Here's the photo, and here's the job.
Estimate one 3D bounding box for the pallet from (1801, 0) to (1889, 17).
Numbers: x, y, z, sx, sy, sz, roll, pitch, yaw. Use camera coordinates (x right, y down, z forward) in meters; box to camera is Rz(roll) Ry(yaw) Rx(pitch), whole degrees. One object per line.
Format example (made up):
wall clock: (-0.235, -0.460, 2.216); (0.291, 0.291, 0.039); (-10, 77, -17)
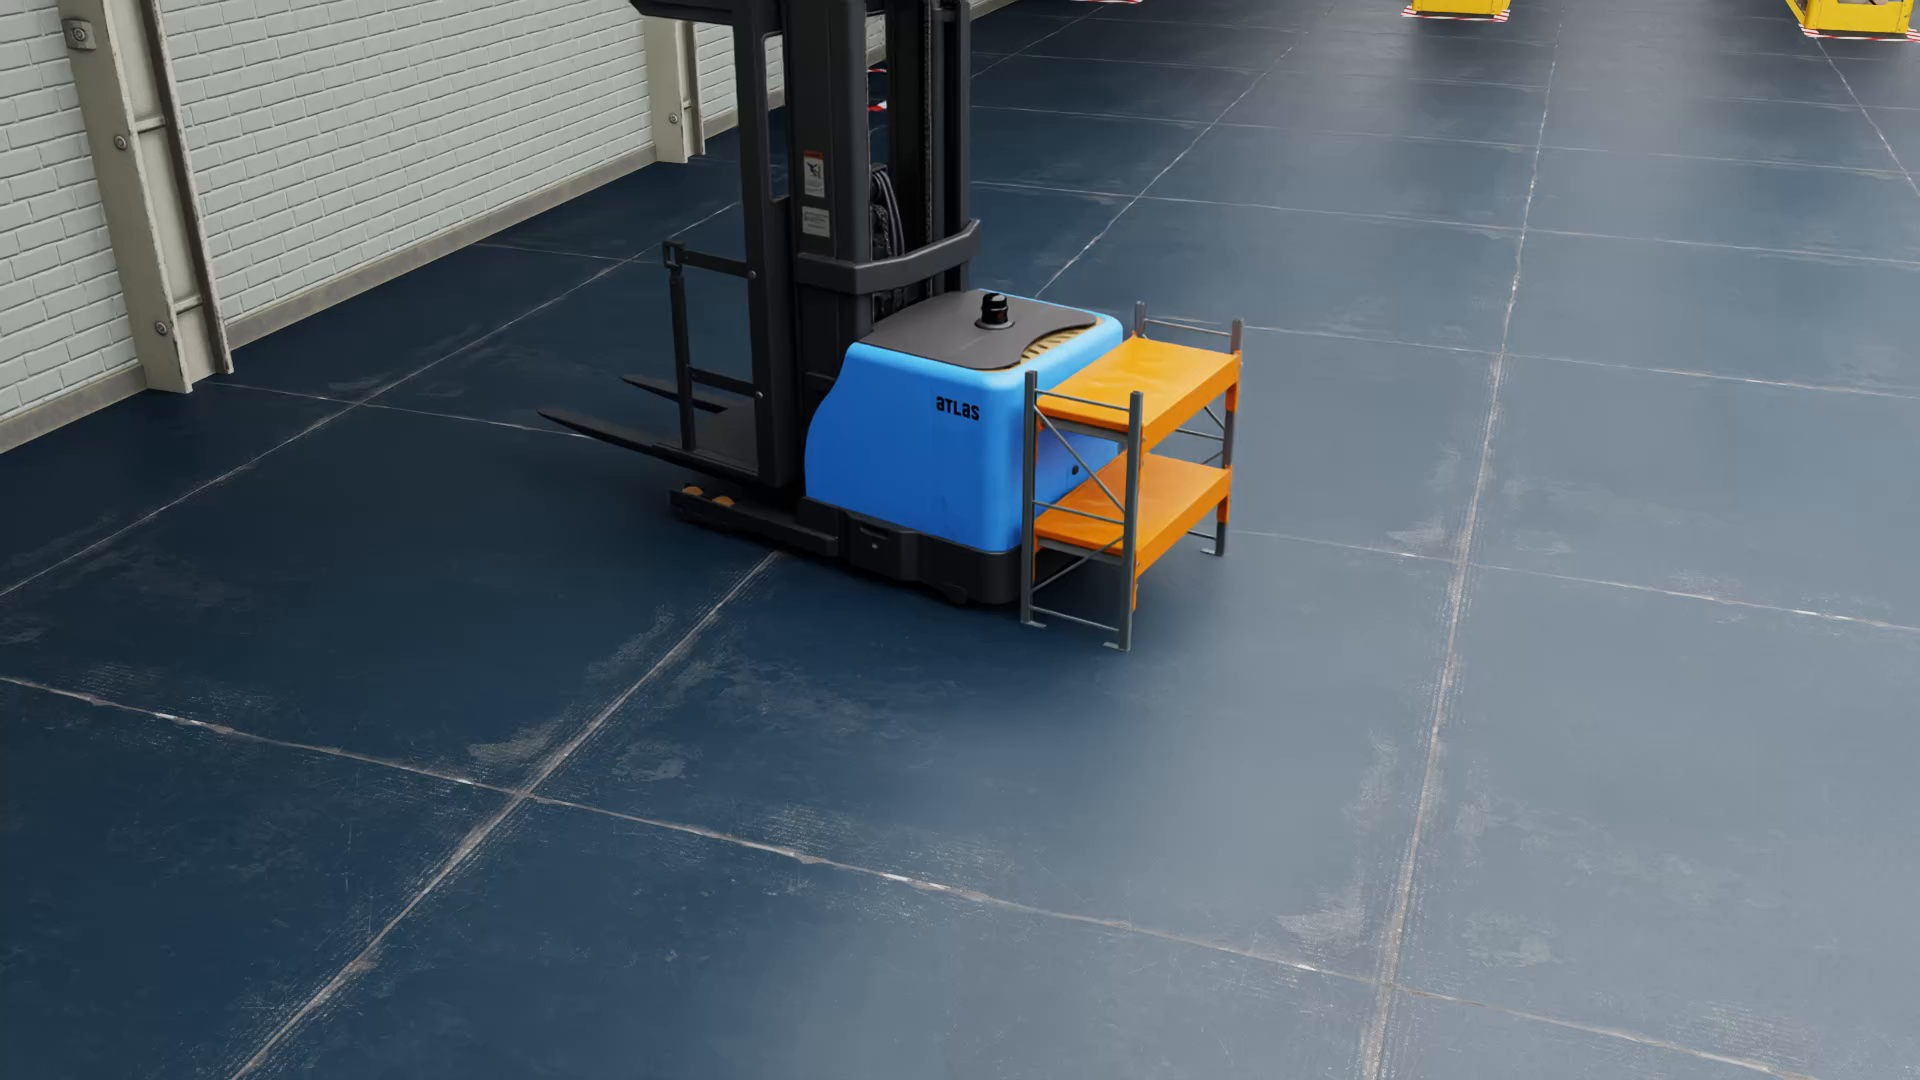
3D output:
pallet: (11.684, -6.951, 21.864); (1.003, 0.211, 1.213); (9, 27, 17)

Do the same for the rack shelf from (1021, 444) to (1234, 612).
rack shelf: (0.736, -0.077, 7.179); (0.538, 0.278, 1.000); (14, 29, 27)

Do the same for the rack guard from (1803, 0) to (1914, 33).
rack guard: (11.409, -6.748, 21.113); (1.175, 0.500, 0.348); (9, 27, 17)

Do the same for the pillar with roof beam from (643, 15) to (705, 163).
pillar with roof beam: (1.569, -6.829, 11.528); (9.100, 9.000, 0.400); (9, 27, 17)

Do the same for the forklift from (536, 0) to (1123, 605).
forklift: (-0.768, -1.529, 7.545); (3.031, 2.935, 1.130); (17, 31, 31)

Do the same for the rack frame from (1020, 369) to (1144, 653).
rack frame: (0.477, -0.106, 6.679); (0.500, 1.125, 0.032); (14, 29, 27)

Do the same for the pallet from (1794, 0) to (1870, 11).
pallet: (12.092, -7.450, 22.896); (1.003, 0.211, 1.213); (9, 27, 17)

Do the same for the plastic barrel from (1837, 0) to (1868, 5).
plastic barrel: (11.575, -7.186, 21.522); (0.421, 0.512, 0.421); (0, 26, 0)

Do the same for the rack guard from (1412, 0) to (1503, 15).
rack guard: (6.750, -7.420, 22.501); (1.175, 0.500, 0.348); (9, 27, 17)

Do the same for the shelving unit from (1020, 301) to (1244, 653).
shelving unit: (0.736, -0.297, 7.073); (0.538, 1.125, 1.048); (14, 29, 27)

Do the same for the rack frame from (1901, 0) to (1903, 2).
rack frame: (11.428, -7.835, 20.489); (1.000, 3.000, 0.127); (9, 27, 17)

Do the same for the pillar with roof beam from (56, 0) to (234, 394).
pillar with roof beam: (-0.427, -4.363, 6.436); (9.100, 9.000, 0.400); (9, 27, 17)

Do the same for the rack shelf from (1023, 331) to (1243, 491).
rack shelf: (0.736, -0.560, 6.945); (0.538, 0.278, 1.000); (14, 29, 27)

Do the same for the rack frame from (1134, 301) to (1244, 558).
rack frame: (0.995, -0.488, 7.466); (0.500, 1.125, 0.032); (14, 29, 27)
